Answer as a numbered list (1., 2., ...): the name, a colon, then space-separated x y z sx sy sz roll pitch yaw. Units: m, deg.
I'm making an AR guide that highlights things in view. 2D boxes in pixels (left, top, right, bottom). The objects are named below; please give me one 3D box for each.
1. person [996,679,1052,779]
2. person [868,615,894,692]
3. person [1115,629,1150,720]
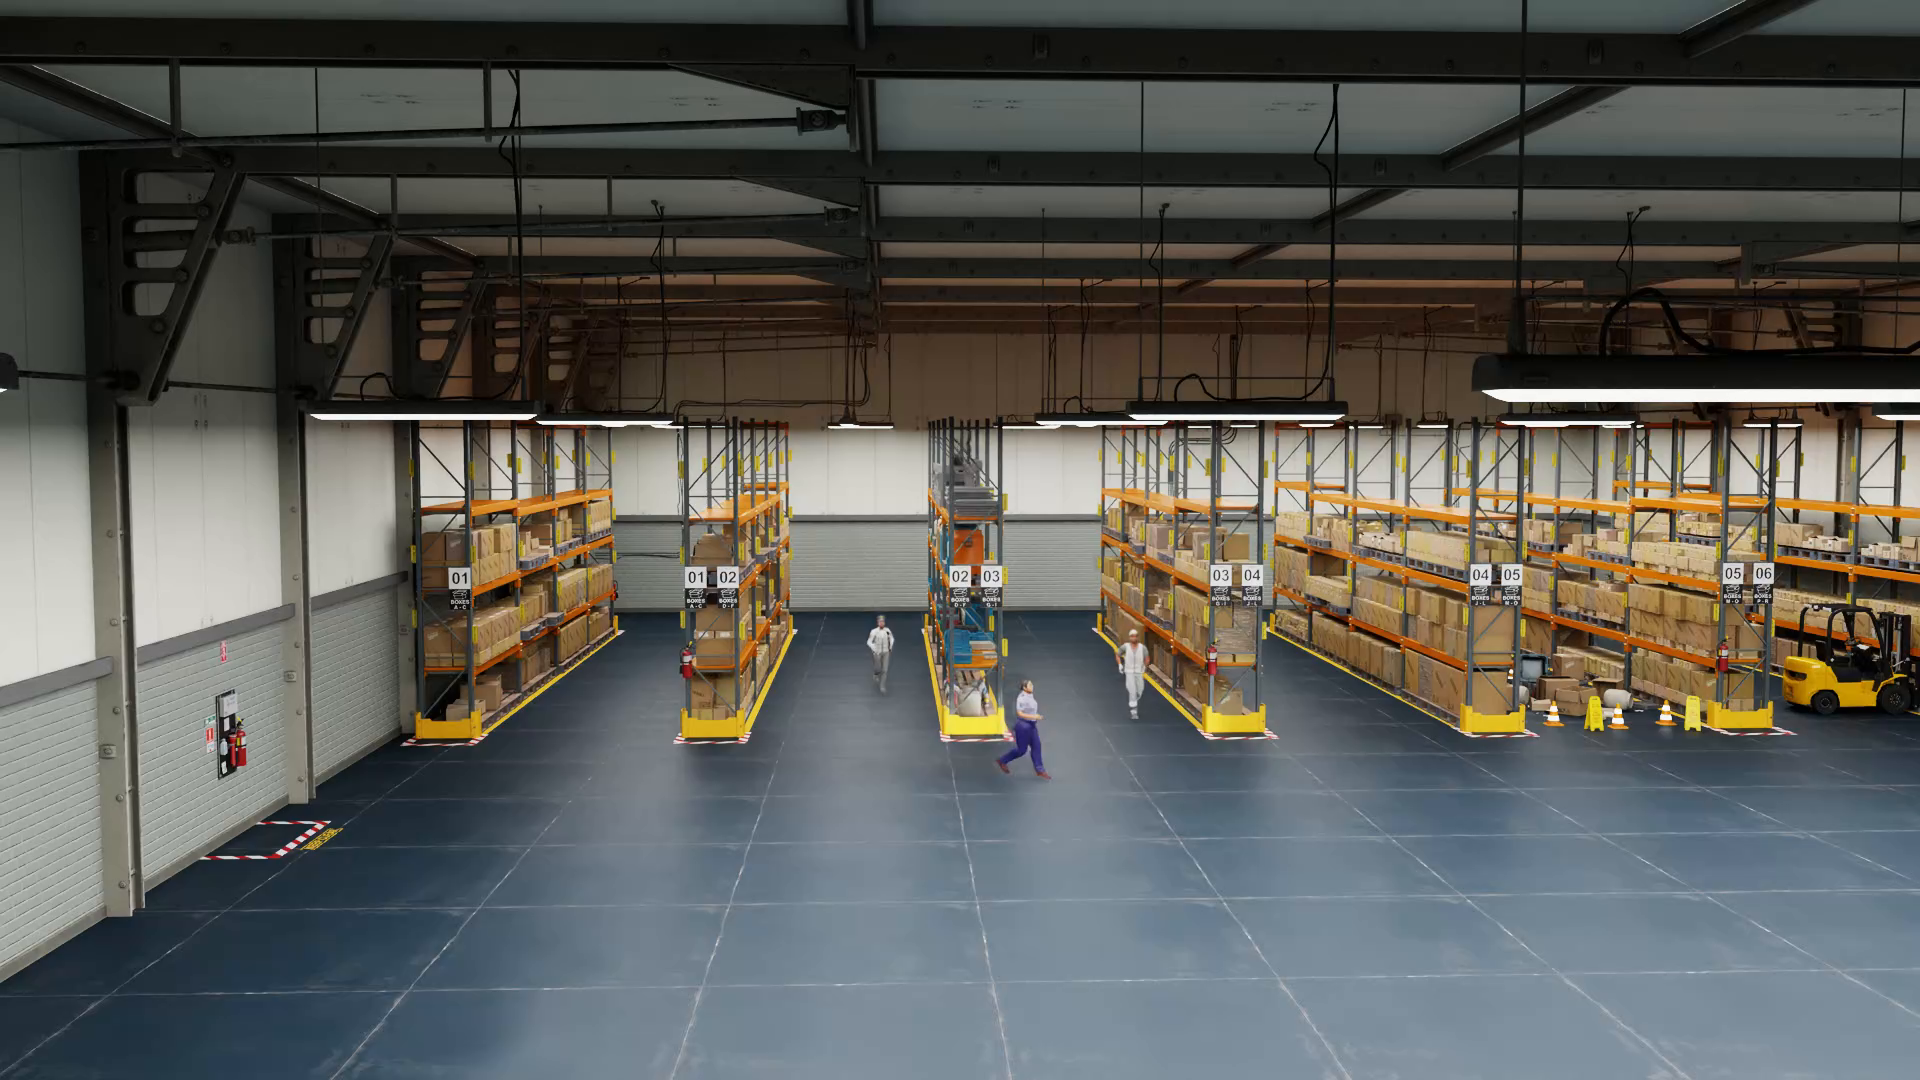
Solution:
1. person: 1.063 3.107 27.384 0.932 1.655 0.623 1 4 21
2. person: -1.740 2.500 36.847 0.617 1.682 0.747 -1 4 -14
3. person: 3.458 2.661 33.251 0.678 1.768 0.804 0 4 -4
